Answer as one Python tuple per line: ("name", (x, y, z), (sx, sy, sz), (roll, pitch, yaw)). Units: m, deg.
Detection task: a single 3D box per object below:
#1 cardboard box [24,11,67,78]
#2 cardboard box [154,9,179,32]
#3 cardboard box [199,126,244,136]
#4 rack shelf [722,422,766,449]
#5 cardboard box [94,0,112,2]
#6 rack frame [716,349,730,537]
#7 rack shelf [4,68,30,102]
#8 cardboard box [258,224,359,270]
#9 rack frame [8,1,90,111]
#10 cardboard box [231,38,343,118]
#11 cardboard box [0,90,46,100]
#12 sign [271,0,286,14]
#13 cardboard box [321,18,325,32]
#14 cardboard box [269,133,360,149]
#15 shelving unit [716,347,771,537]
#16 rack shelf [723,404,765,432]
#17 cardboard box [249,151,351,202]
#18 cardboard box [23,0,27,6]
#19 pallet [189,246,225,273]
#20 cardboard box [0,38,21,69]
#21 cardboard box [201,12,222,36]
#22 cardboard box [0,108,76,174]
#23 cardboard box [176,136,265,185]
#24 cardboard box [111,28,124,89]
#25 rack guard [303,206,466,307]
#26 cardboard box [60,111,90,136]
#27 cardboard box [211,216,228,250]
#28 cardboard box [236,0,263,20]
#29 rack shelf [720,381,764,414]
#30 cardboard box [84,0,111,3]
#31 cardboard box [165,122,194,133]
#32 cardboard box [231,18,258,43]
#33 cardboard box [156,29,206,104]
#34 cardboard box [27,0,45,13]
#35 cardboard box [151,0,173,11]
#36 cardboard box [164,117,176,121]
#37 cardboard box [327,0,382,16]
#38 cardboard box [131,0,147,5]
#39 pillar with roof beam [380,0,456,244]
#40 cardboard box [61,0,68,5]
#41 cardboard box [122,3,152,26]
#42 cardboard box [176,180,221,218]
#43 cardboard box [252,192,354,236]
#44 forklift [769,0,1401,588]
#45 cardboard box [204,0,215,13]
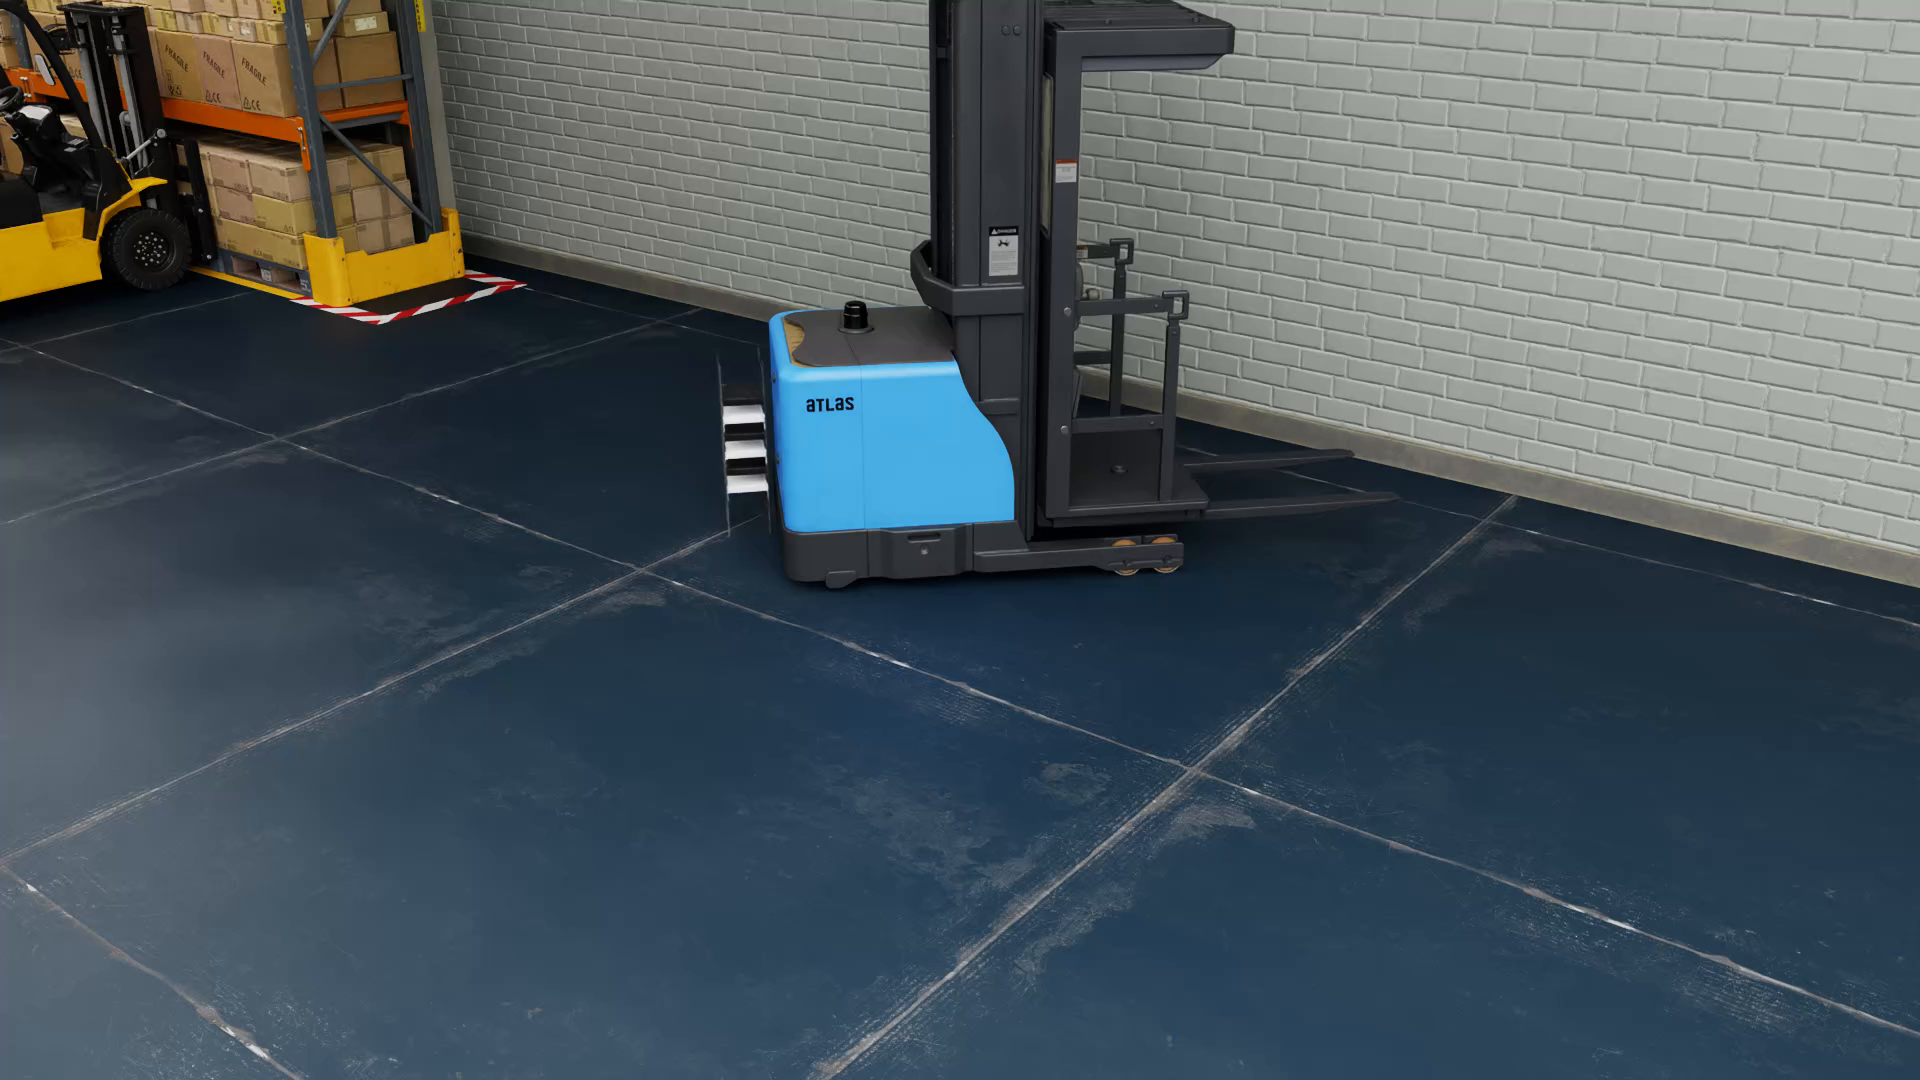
("cardboard box", (-7.324, -4.113, 13.741), (0.500, 0.500, 0.500), (16, 28, 32))
("cardboard box", (-5.809, -3.930, 12.521), (0.250, 0.149, 0.380), (17, 29, 34))
("cardboard box", (-5.795, -3.230, 13.511), (0.500, 0.250, 0.500), (16, 28, 32))
("rack shelf", (-1.068, -0.532, 8.201), (0.200, 0.077, 0.258), (-4, 24, -10))
("cardboard box", (-6.605, -4.322, 13.042), (0.250, 0.149, 0.380), (16, 29, 32))
("rack frame", (-1.168, -0.473, 8.206), (0.006, 0.900, 0.240), (-4, 24, -10))
("rack shelf", (-9.123, -4.413, 15.438), (4.000, 0.370, 1.077), (17, 29, 33))
("cardboard box", (-4.888, -2.237, 12.496), (0.500, 0.250, 0.500), (17, 29, 34))
("rack frame", (-7.523, -4.259, 14.196), (0.127, 3.000, 1.000), (17, 29, 33))
("cardboard box", (-4.873, -3.372, 12.058), (0.500, 0.500, 0.500), (16, 28, 32))
("cardboard box", (-9.166, -3.858, 15.710), (0.625, 0.625, 0.875), (15, 28, 31))
("sign", (-4.659, -3.758, 11.329), (0.005, 0.325, 0.100), (17, 29, 33))
("cardboard box", (-4.674, -3.839, 12.314), (0.250, 0.149, 0.380), (17, 29, 33))
("cardboard box", (-4.995, -2.980, 12.942), (0.500, 0.250, 0.500), (17, 29, 33))
("shelving unit", (-1.068, -0.480, 8.223), (0.210, 0.900, 0.258), (-4, 24, -10))
("rack shelf", (-1.067, -0.614, 8.164), (0.200, 0.077, 0.258), (-4, 24, -10))
("cardboard box", (-4.878, -2.694, 12.293), (0.500, 0.250, 0.500), (18, 29, 35))
("cardboard box", (-7.929, -4.612, 14.069), (0.250, 0.149, 0.380), (18, 29, 35))
("pallet", (-5.931, -2.482, 13.621), (1.213, 0.211, 1.003), (17, 29, 33))
("cardboard box", (-8.083, -4.228, 14.311), (0.500, 0.250, 0.500), (18, 29, 34))
("cardboard box", (-5.352, -3.826, 12.284), (0.250, 0.149, 0.380), (17, 29, 33))
("cardboard box", (-7.947, -3.487, 14.868), (0.625, 0.625, 0.875), (18, 30, 36))
("cardboard box", (-5.700, -2.934, 12.838), (0.500, 0.250, 0.500), (17, 29, 34))
("cardboard box", (-6.492, -3.870, 13.190), (0.500, 0.500, 0.500), (16, 29, 33))
("rack guard", (-4.303, -2.142, 12.491), (0.348, 0.500, 1.175), (17, 29, 33))
("cardboard box", (-7.324, -3.432, 13.968), (0.500, 0.250, 0.500), (16, 29, 33))
("cardboard box", (-5.675, -2.484, 13.058), (0.500, 0.250, 0.500), (17, 29, 34))
("cardboard box", (-4.951, -3.838, 11.944), (0.250, 0.149, 0.380), (17, 29, 33))
("rack shelf", (-1.067, -0.697, 8.128), (0.200, 0.077, 0.258), (-4, 24, -10))
("cardboard box", (-6.630, -4.176, 13.079), (0.250, 0.149, 0.380), (16, 29, 33))
("cardboard box", (-6.516, -3.189, 13.416), (0.500, 0.250, 0.500), (18, 29, 35))
("cardboard box", (-4.990, -3.680, 11.953), (0.250, 0.149, 0.380), (17, 29, 34))
("cardboard box", (-5.693, -3.624, 12.630), (0.500, 0.500, 0.500), (16, 29, 32))
("cardboard box", (-7.426, -4.439, 13.677), (0.250, 0.149, 0.380), (16, 29, 32))
("cardboard box", (-5.817, -4.065, 12.459), (0.250, 0.149, 0.380), (17, 29, 34))
("cardboard box", (-6.599, -3.476, 14.068), (0.500, 0.250, 0.500), (16, 29, 33))
("cardboard box", (-4.463, -3.920, 12.130), (0.250, 0.149, 0.380), (16, 28, 32))
("cardboard box", (-6.157, -4.224, 12.820), (0.250, 0.149, 0.380), (17, 29, 33))
("pillar with roof beam", (-6.921, -5.107, 8.680), (0.400, 9.000, 9.100), (17, 29, 33))
("cardboard box", (-6.992, -4.323, 13.413), (0.250, 0.149, 0.380), (17, 29, 33))
("cardboard box", (-6.200, -4.059, 12.814), (0.250, 0.149, 0.380), (16, 28, 32))
("cardboard box", (-5.720, -2.714, 12.959), (0.500, 0.250, 0.500), (16, 28, 32))
("cardboard box", (-4.899, -2.471, 12.407), (0.500, 0.250, 0.500), (16, 29, 33))
("forklift", (0.619, -1.380, 7.748), (3.031, 2.935, 1.130), (-4, 24, -8))
("cardboard box", (-5.331, -3.977, 12.259), (0.250, 0.149, 0.380), (17, 29, 34))
